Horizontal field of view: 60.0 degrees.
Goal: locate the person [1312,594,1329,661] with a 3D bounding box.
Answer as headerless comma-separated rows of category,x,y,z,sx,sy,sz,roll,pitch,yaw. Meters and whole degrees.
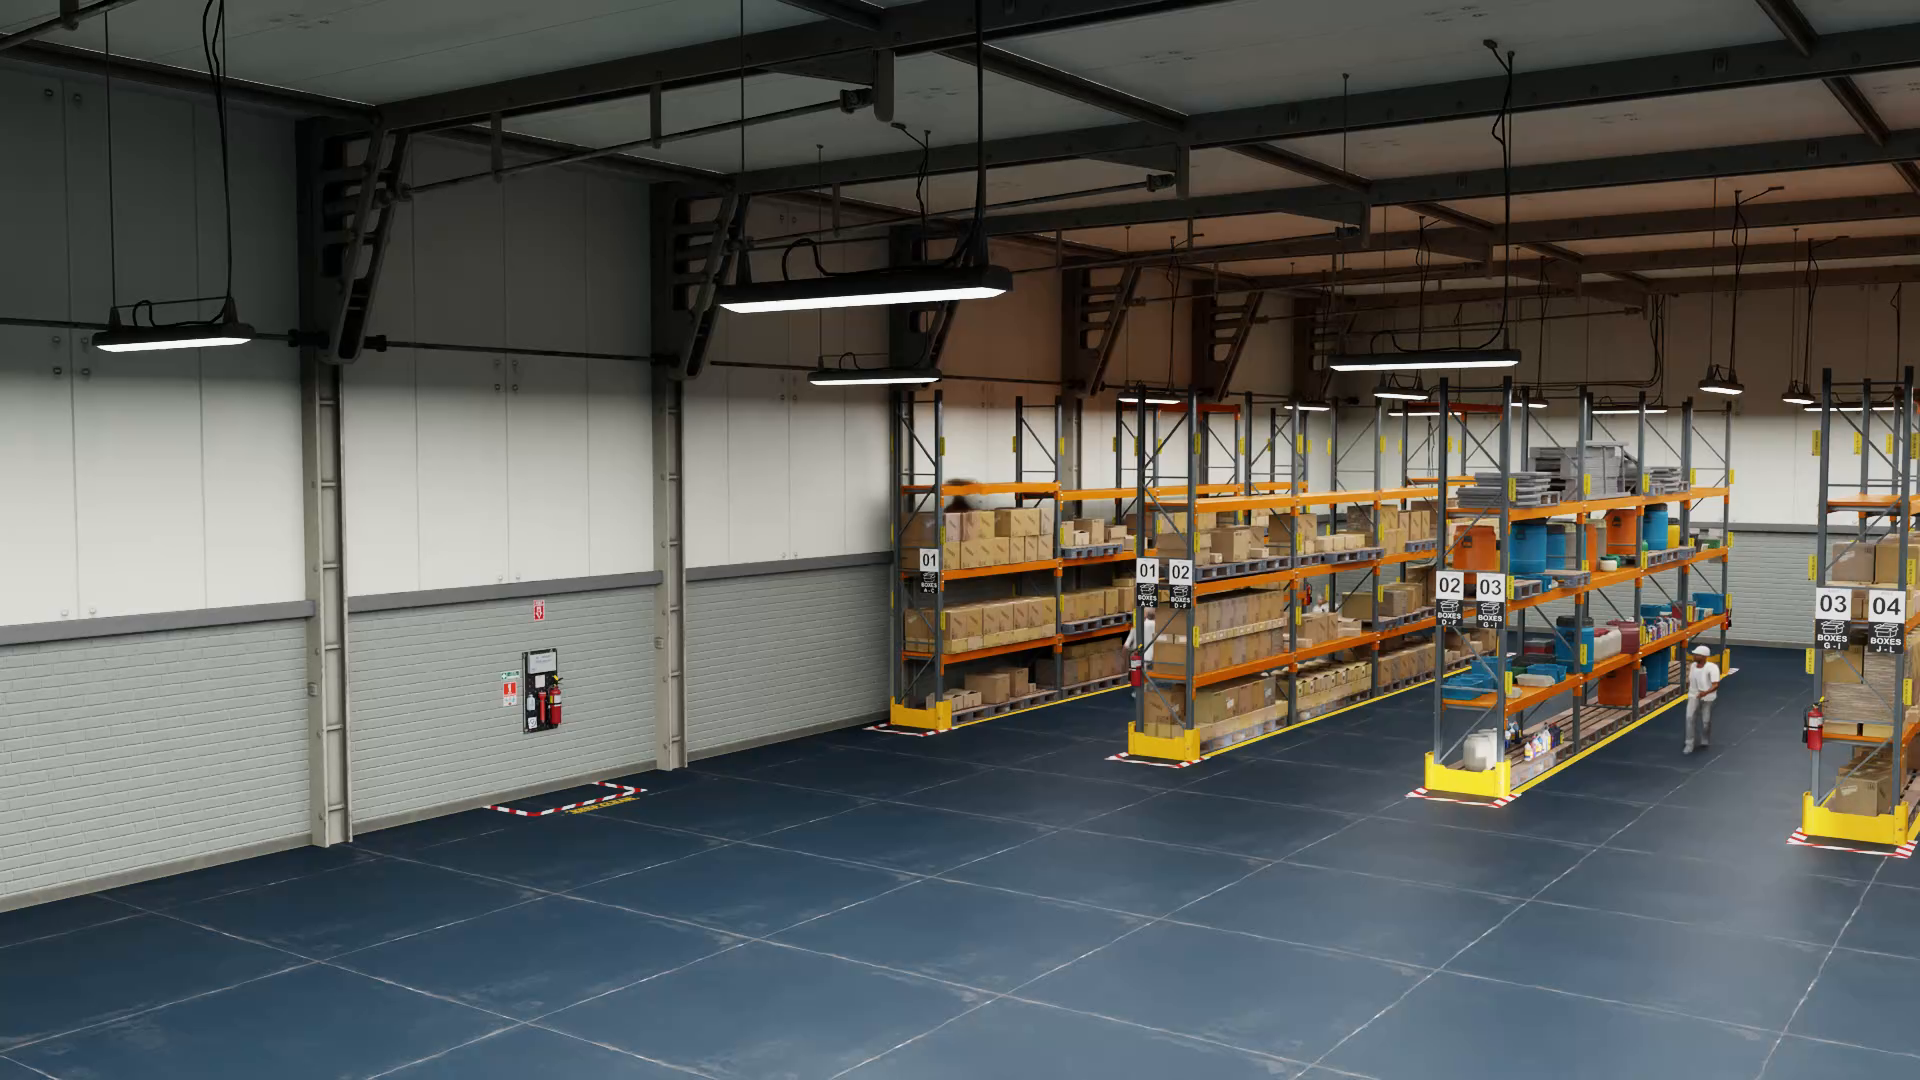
person,8.213,2.039,37.930,0.523,1.644,0.948,3,4,40

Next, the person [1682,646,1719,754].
person,12.232,2.610,27.365,0.514,1.747,0.994,2,4,35

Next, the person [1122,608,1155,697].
person,3.625,2.227,33.394,0.641,1.734,1.067,2,4,35
